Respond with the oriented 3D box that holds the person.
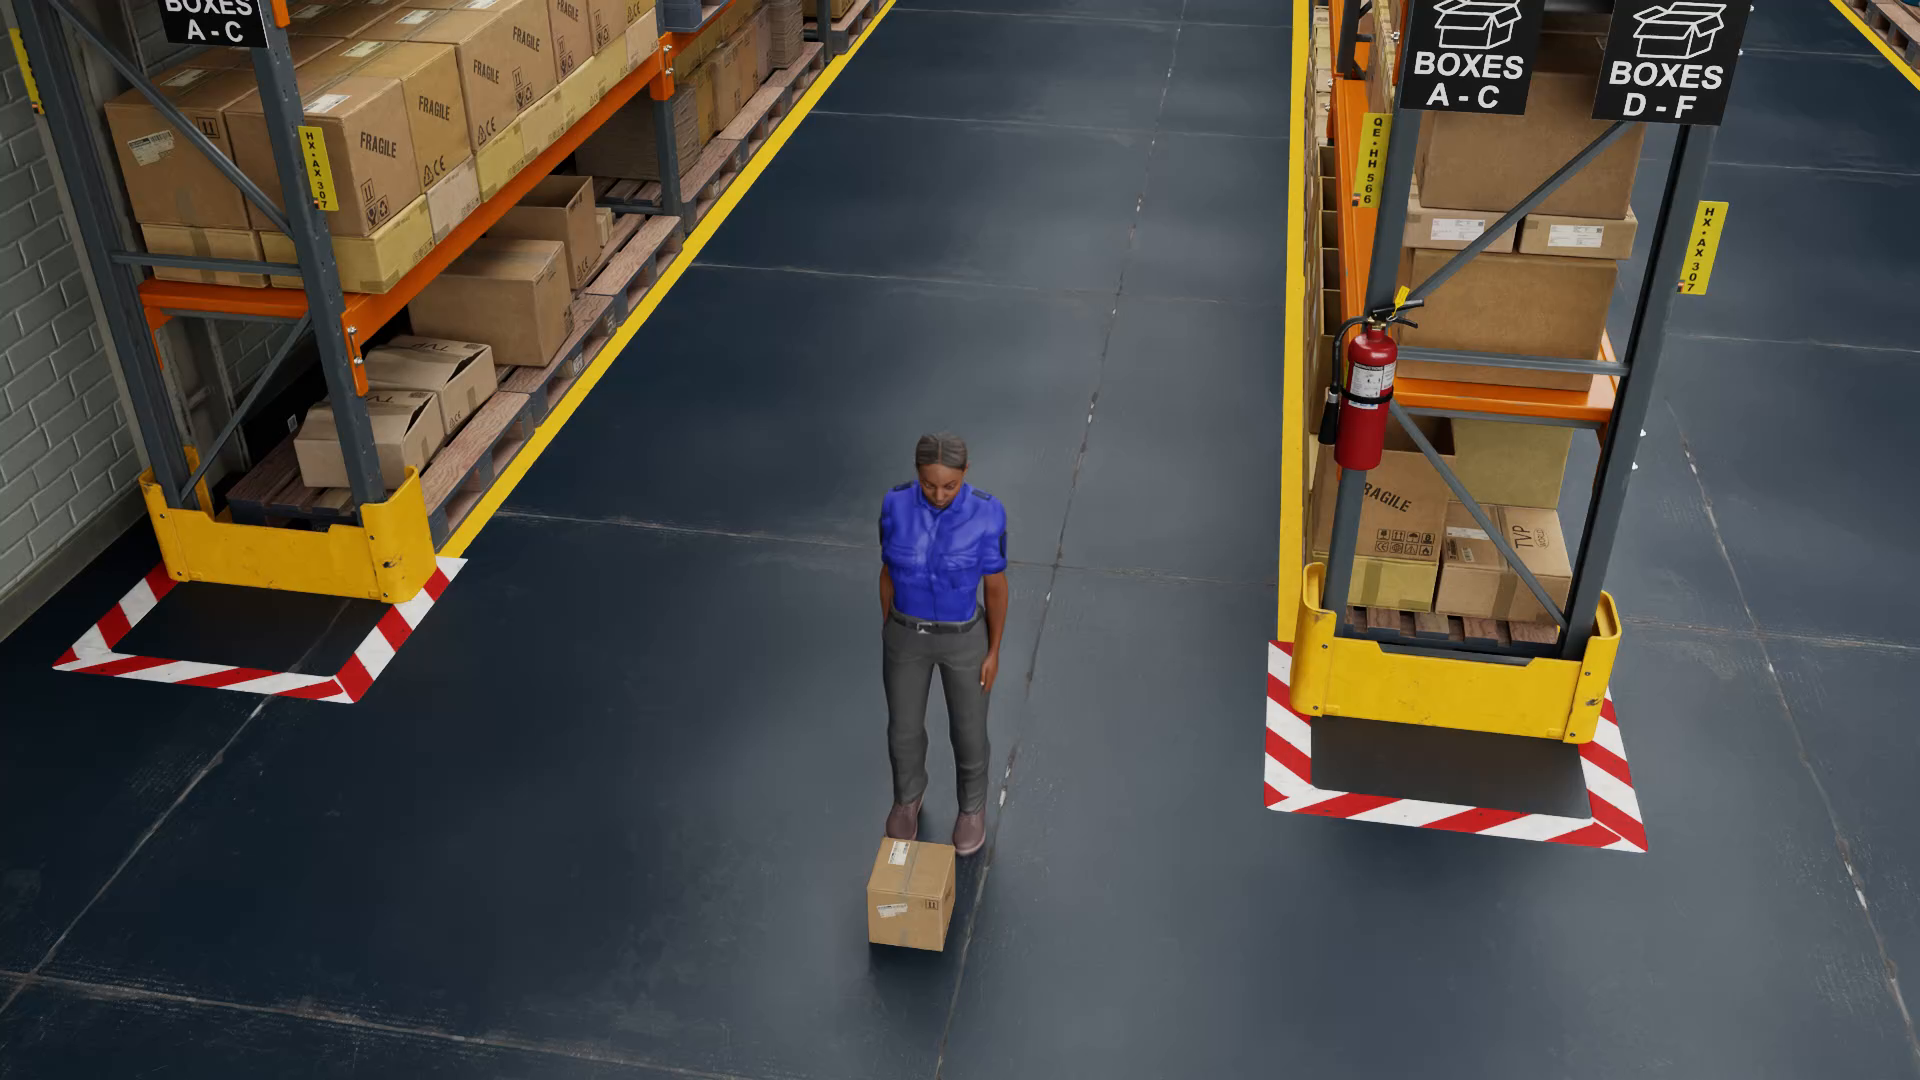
[{"bbox_3d":[-0.058,0.347,5.612,0.440,1.651,0.304,6,33,9],"label":"person"}]
